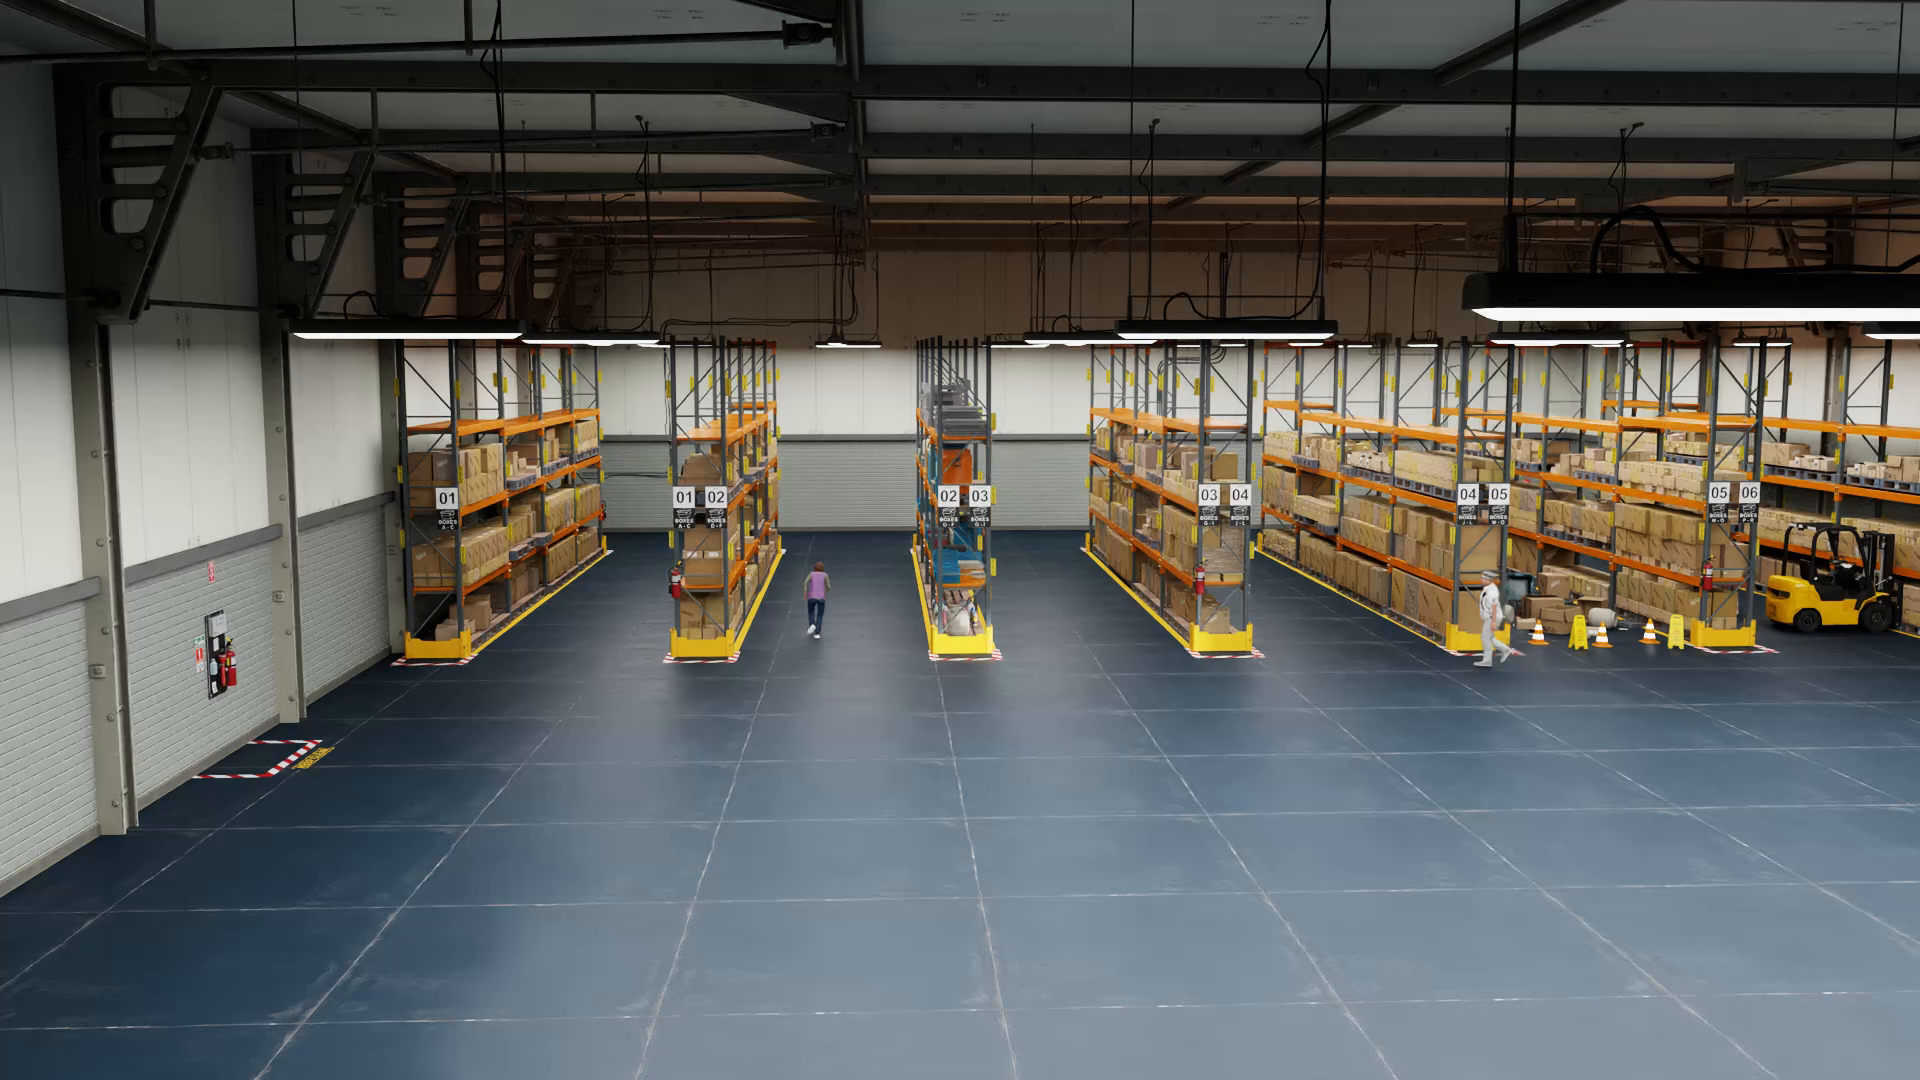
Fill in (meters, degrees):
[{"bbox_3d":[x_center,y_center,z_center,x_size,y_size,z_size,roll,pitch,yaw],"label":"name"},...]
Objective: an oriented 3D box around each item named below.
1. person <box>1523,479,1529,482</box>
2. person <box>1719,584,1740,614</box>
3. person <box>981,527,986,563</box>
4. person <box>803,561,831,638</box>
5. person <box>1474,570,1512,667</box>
[{"bbox_3d":[17.669,-1.038,51.861,1.034,1.753,0.545,-1,7,-10],"label":"person"},{"bbox_3d":[16.929,0.818,36.476,0.505,1.557,0.699,0,6,-2],"label":"person"},{"bbox_3d":[0.536,-0.264,45.246,0.401,1.733,0.569,-4,8,-32],"label":"person"},{"bbox_3d":[-2.881,1.189,33.496,0.546,1.493,0.754,0,6,0],"label":"person"},{"bbox_3d":[9.698,1.423,30.171,0.710,1.730,0.542,1,7,6],"label":"person"}]
